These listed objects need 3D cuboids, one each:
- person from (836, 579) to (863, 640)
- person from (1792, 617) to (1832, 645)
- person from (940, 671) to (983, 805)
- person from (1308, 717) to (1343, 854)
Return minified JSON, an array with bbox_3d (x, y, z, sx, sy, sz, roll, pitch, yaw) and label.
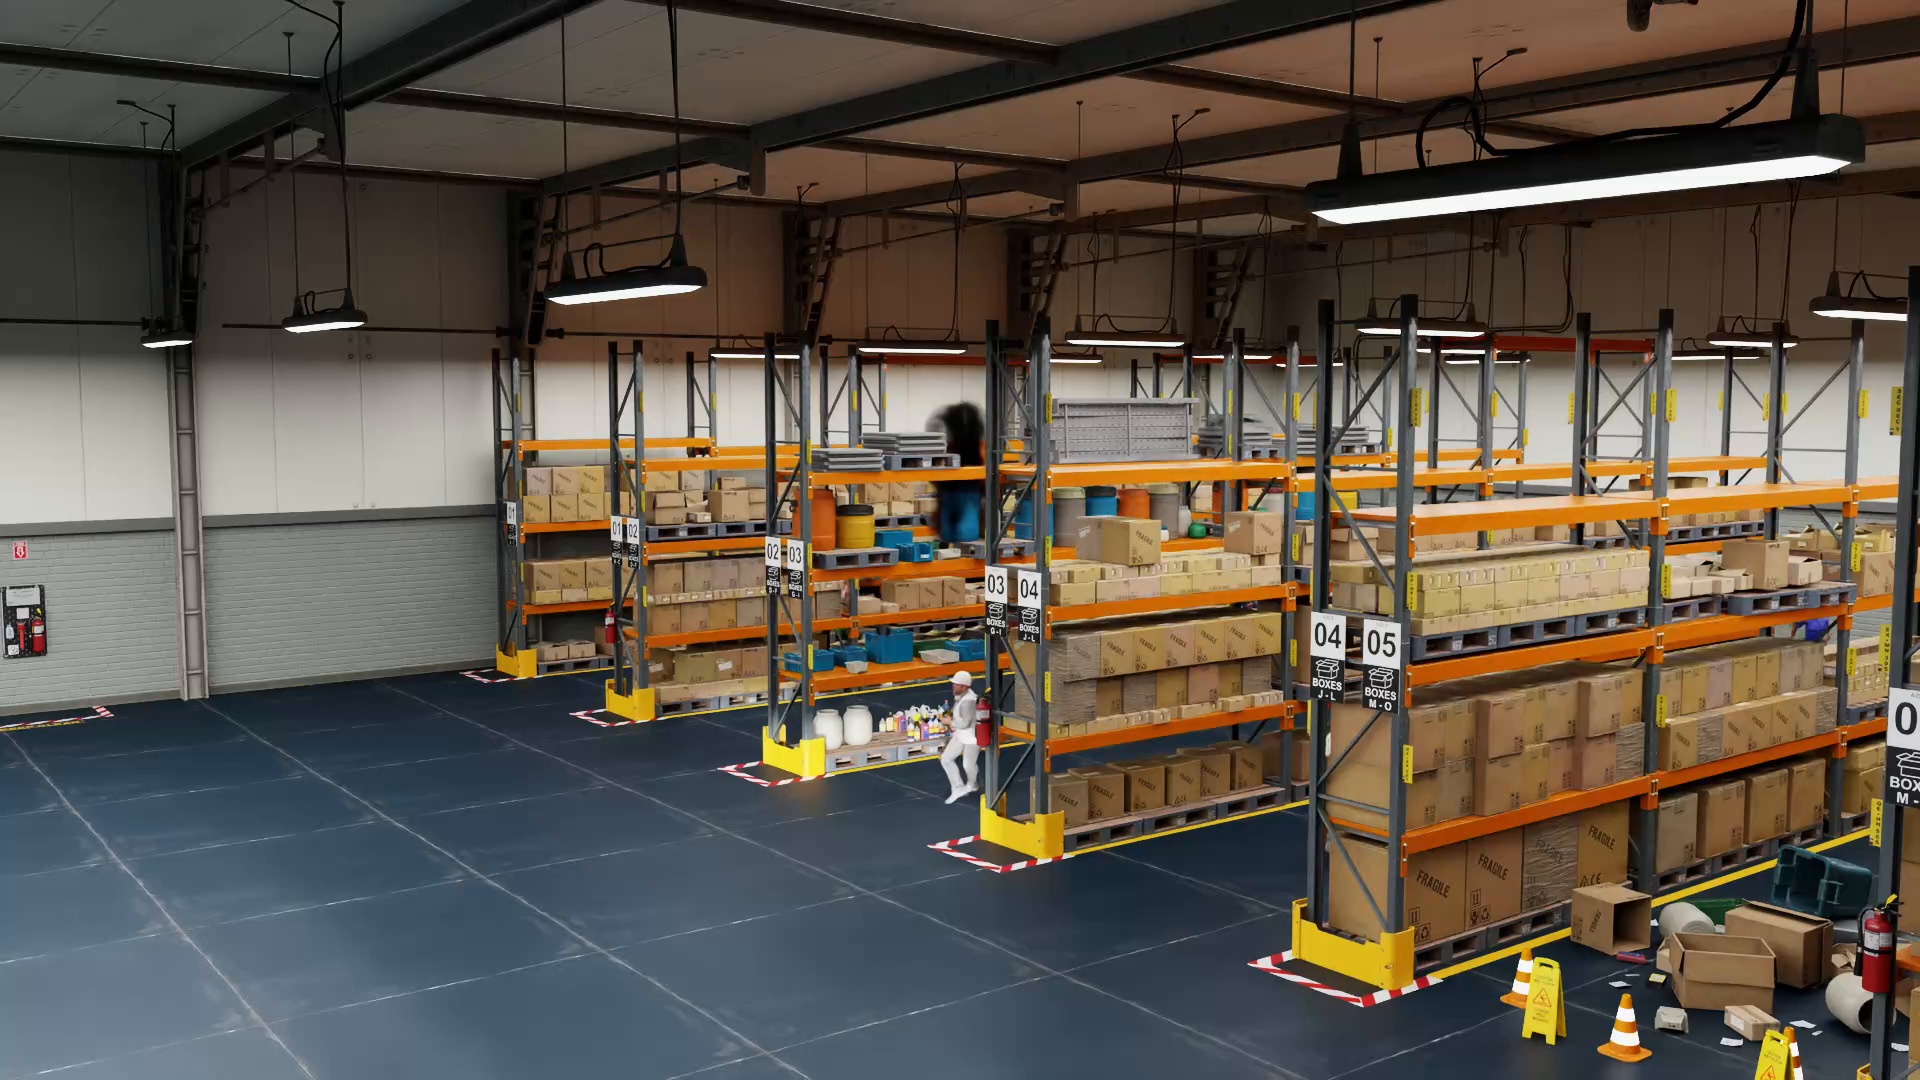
[{"bbox_3d":[-2.233,1.444,32.586,0.643,1.729,0.659,-5,7,-45],"label":"person"},{"bbox_3d":[14.587,1.865,28.514,0.558,1.646,0.828,-1,5,-8],"label":"person"},{"bbox_3d":[0.065,2.471,20.958,0.700,1.708,0.780,-3,6,-28],"label":"person"},{"bbox_3d":[4.066,2.702,18.171,0.570,1.729,0.789,-3,6,-31],"label":"person"}]
